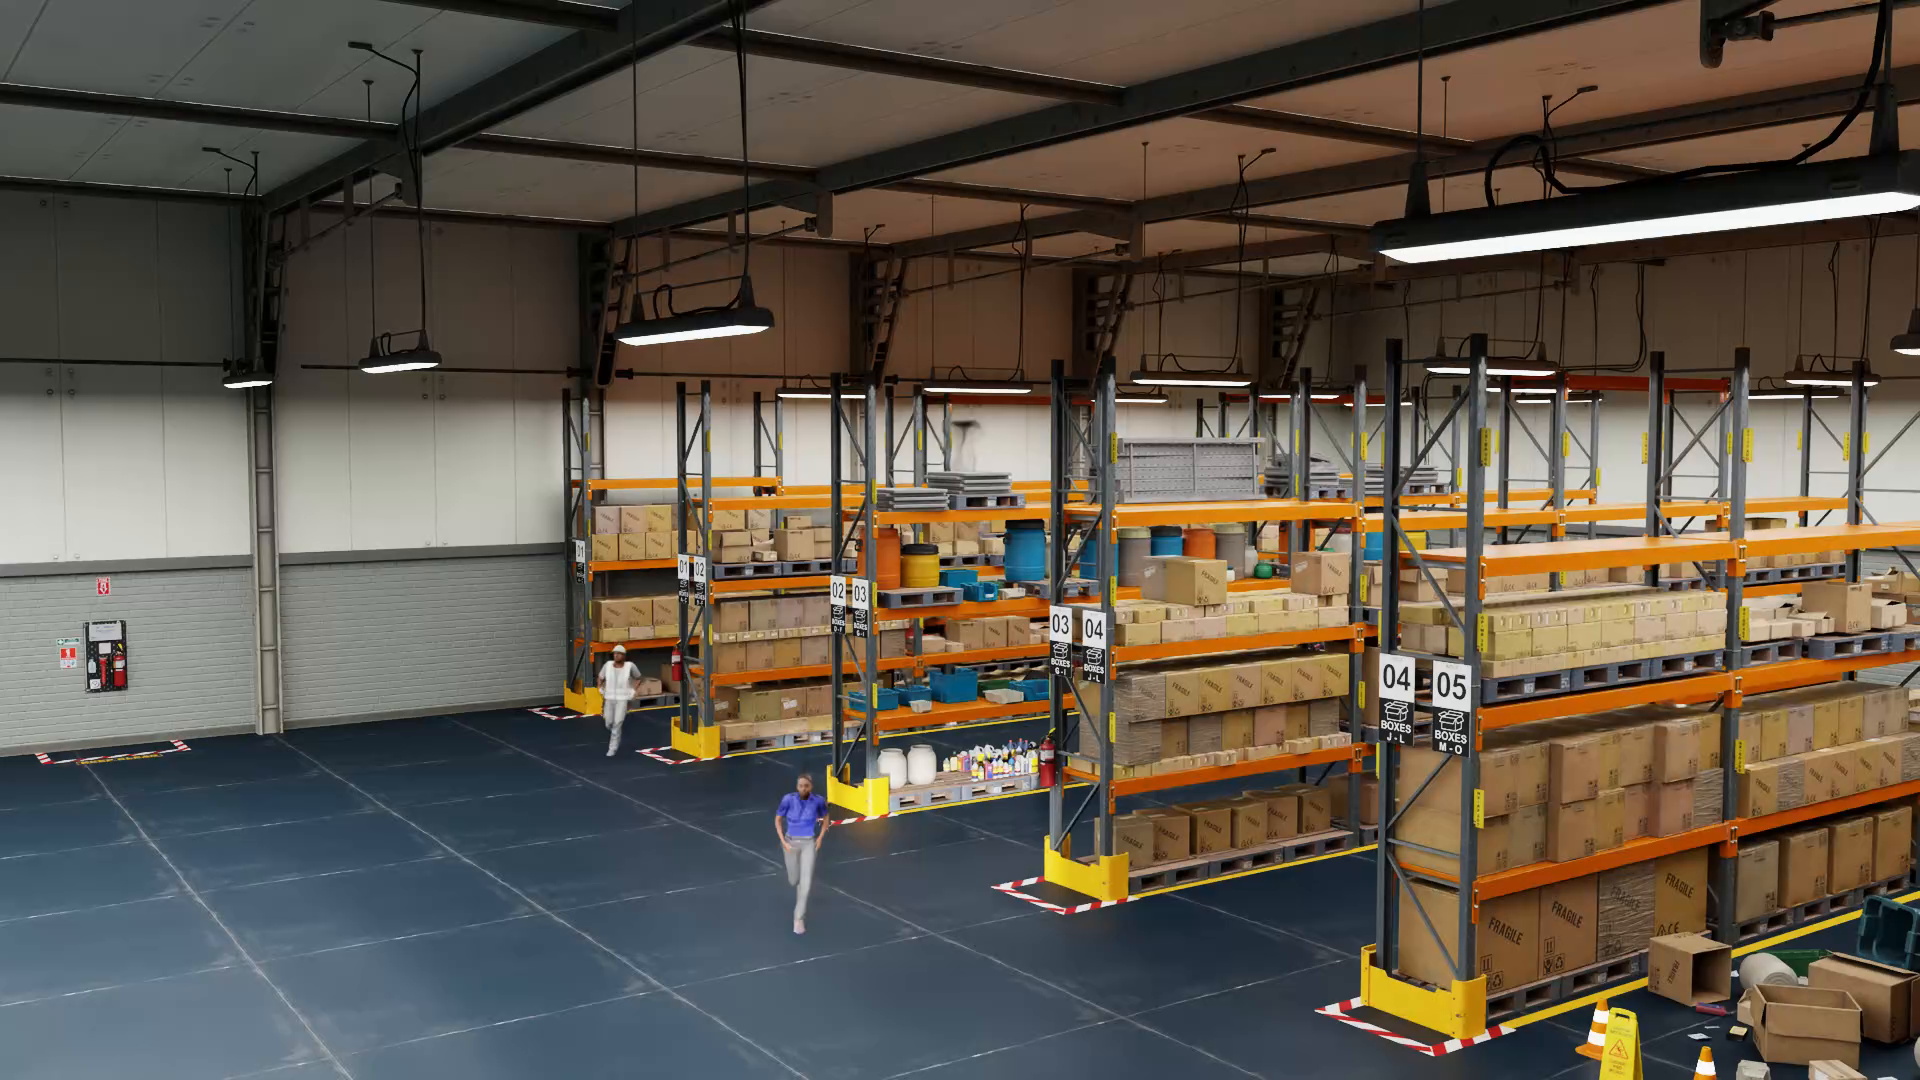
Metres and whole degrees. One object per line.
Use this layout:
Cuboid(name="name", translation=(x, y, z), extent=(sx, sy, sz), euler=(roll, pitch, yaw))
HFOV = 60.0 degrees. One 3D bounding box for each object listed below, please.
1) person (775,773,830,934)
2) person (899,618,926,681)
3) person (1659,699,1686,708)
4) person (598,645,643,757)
Cuboid(name="person", translation=(-1.662, 3.250, 17.598), extent=(0.574, 1.651, 0.937), euler=(0, 4, -2))
Cuboid(name="person", translation=(-0.909, 2.282, 31.748), extent=(0.782, 1.682, 0.674), euler=(-3, 5, -42))
Cuboid(name="person", translation=(9.949, 2.863, 22.944), extent=(1.033, 1.732, 0.688), euler=(-3, 5, -36))
Cuboid(name="person", translation=(-5.503, 2.571, 26.861), extent=(0.703, 1.761, 0.785), euler=(0, 4, 4))
